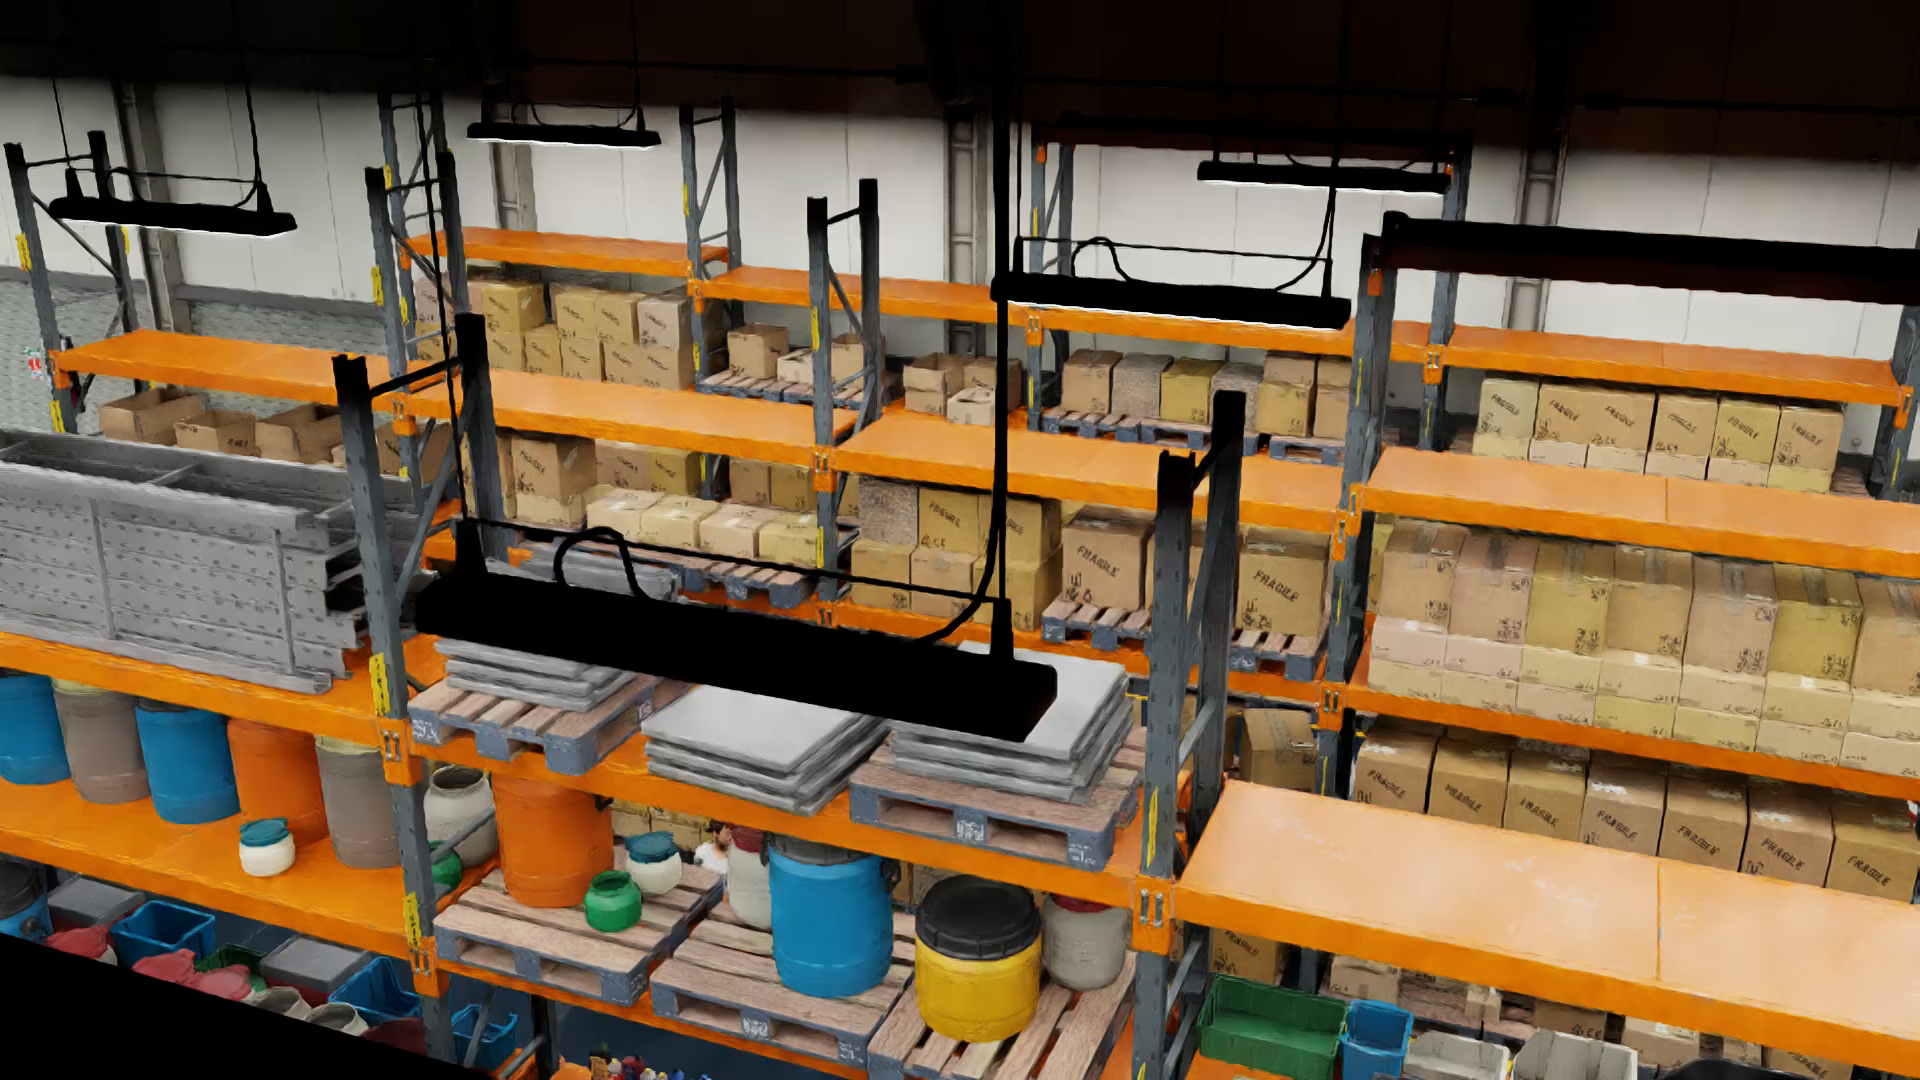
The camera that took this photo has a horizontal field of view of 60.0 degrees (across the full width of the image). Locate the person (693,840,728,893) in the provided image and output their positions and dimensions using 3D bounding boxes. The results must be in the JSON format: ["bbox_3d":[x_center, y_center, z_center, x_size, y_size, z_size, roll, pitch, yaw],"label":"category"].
[{"bbox_3d":[-1.811,2.902,12.678,0.480,1.349,0.413,-1,21,-4],"label":"person"}]

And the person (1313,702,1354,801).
[{"bbox_3d":[3.210,2.122,14.383,0.680,1.751,0.711,10,23,24],"label":"person"}]
